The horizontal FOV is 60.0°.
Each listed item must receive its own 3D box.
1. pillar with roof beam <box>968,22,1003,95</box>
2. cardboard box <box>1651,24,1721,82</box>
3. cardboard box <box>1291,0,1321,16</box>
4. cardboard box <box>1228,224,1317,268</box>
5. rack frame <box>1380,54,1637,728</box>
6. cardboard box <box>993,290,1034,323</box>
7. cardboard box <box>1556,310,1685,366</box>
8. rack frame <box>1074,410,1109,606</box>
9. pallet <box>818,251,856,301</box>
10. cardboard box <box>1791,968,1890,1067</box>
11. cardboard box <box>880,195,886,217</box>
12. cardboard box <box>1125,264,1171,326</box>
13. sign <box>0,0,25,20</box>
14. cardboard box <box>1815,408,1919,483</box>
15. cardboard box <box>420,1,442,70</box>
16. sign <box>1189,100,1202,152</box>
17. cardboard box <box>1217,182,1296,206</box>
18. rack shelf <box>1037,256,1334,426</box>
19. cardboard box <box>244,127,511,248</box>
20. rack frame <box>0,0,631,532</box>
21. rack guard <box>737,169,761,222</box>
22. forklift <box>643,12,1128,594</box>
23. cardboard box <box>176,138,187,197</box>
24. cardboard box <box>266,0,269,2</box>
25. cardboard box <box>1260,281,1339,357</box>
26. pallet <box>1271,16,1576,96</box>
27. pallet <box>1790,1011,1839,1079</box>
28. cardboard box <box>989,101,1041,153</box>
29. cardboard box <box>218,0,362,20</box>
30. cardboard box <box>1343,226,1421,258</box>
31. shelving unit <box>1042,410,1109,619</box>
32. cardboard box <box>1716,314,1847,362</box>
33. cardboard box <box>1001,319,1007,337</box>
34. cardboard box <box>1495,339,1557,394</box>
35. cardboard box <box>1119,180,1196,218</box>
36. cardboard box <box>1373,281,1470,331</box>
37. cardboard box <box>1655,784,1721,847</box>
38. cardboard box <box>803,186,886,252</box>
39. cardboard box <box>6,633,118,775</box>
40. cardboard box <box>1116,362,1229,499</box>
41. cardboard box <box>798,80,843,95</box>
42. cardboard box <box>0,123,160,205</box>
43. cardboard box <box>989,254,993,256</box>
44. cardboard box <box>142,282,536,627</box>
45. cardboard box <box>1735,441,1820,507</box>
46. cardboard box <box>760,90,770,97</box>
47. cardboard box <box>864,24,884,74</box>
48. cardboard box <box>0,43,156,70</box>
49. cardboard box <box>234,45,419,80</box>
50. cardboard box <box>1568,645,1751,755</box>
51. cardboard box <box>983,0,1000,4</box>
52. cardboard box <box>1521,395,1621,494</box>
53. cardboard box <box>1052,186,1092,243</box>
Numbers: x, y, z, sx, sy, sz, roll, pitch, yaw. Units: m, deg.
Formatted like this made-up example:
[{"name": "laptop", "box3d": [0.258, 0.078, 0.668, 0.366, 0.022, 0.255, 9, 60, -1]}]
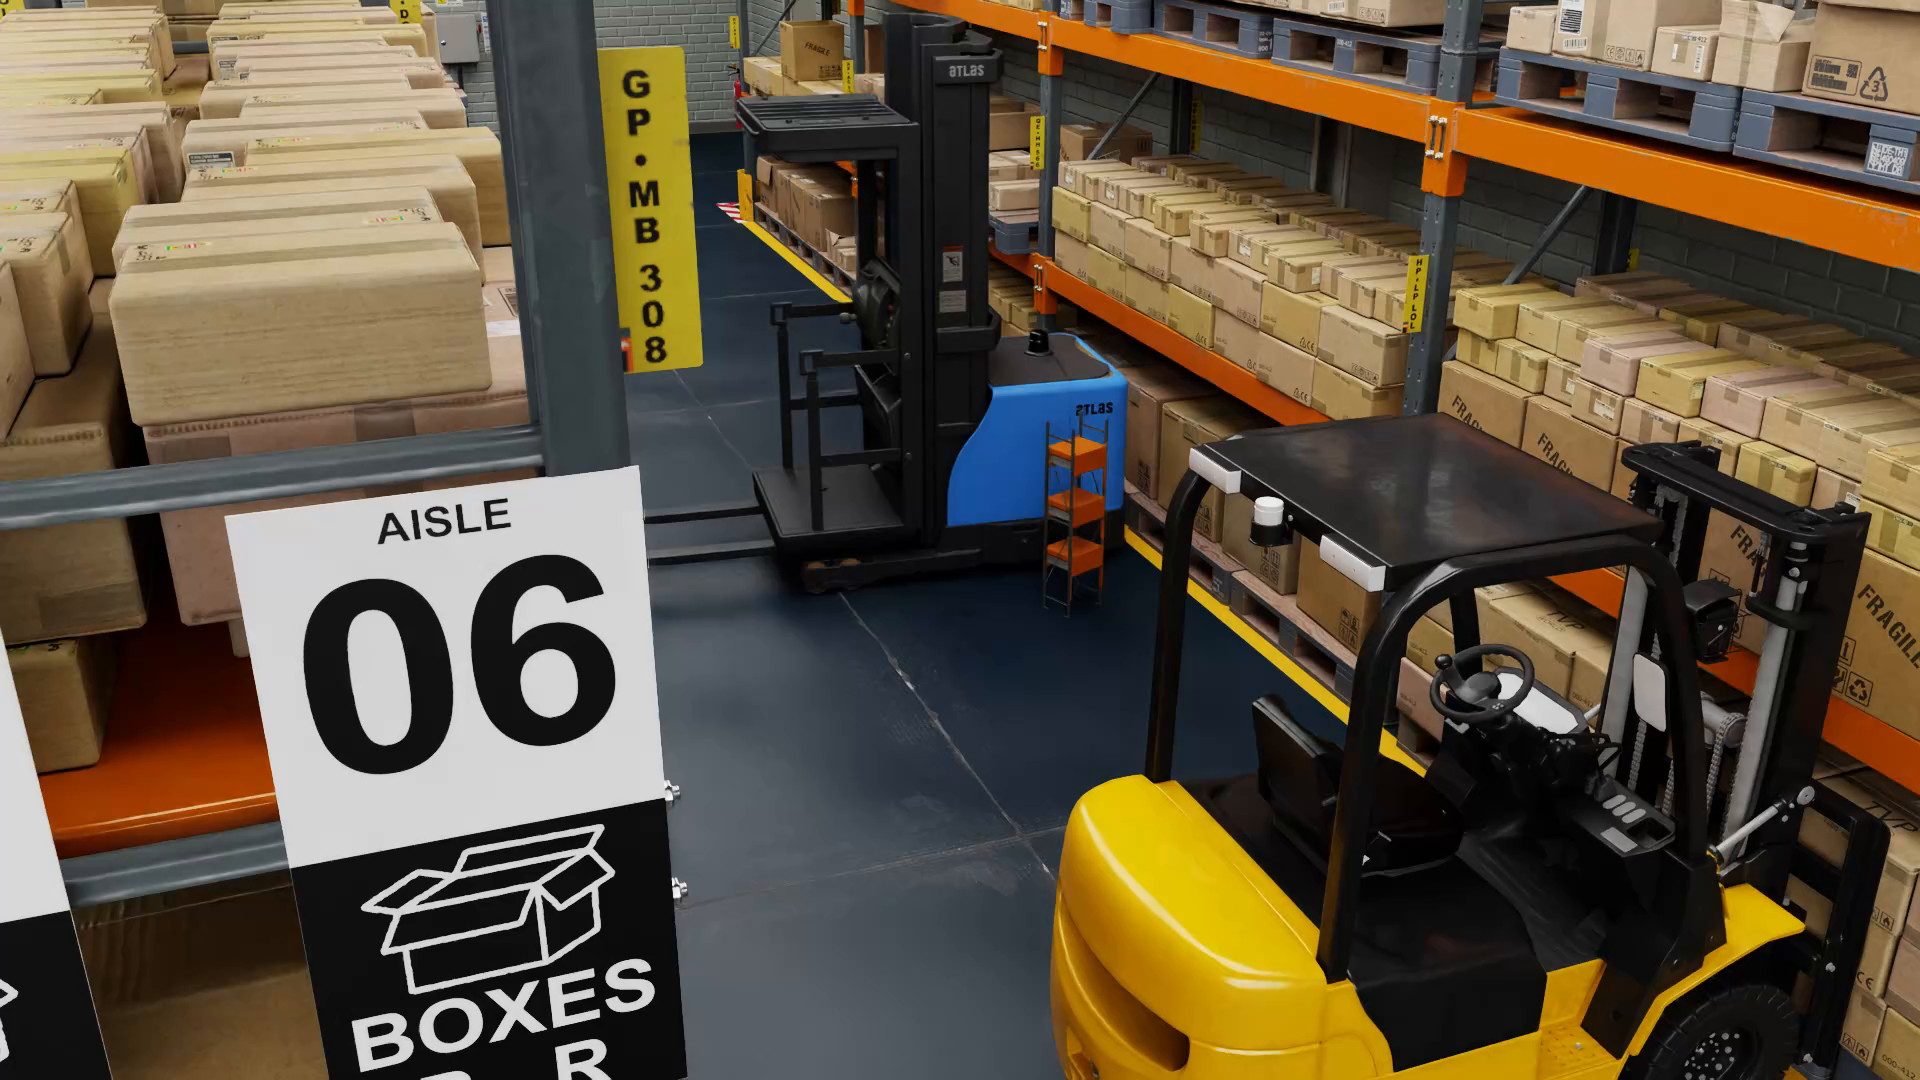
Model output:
[{"name": "pillar with roof beam", "box3d": [-3.853, -6.061, 12.545, 9.100, 9.000, 0.400, -8, 24, -19]}, {"name": "cardboard box", "box3d": [2.549, -1.626, 5.538, 0.380, 0.149, 0.250, -8, 24, -17]}, {"name": "cardboard box", "box3d": [1.731, -2.468, 7.535, 0.380, 0.149, 0.250, -8, 24, -19]}, {"name": "cardboard box", "box3d": [1.596, -1.503, 8.490, 0.380, 0.149, 0.250, -8, 24, -19]}, {"name": "rack frame", "box3d": [2.403, -0.604, 7.321, 1.000, 3.000, 0.127, -8, 24, -19]}, {"name": "cardboard box", "box3d": [0.453, -1.638, 11.616, 0.380, 0.149, 0.250, -10, 25, -22]}, {"name": "cardboard box", "box3d": [2.514, -0.756, 6.334, 0.380, 0.149, 0.250, -9, 24, -20]}, {"name": "rack frame", "box3d": [0.691, -0.161, 8.781, 0.008, 1.050, 0.200, -19, 30, -38]}, {"name": "pallet", "box3d": [-0.665, -2.475, 15.352, 1.003, 0.211, 1.213, -8, 24, -19]}, {"name": "cardboard box", "box3d": [3.020, 1.430, 5.493, 0.500, 0.250, 0.500, -8, 24, -18]}, {"name": "cardboard box", "box3d": [-0.488, -2.830, 14.062, 0.380, 0.149, 0.250, -9, 24, -20]}, {"name": "cardboard box", "box3d": [1.280, -1.424, 9.459, 0.500, 0.250, 0.500, -9, 25, -21]}, {"name": "sign", "box3d": [-2.757, -1.646, 4.759, 0.100, 0.325, 0.005, -8, 24, -19]}, {"name": "cardboard box", "box3d": [2.945, -0.290, 5.230, 0.380, 0.149, 0.250, -8, 24, -18]}, {"name": "cardboard box", "box3d": [-2.070, -1.696, 5.701, 0.500, 0.250, 0.500, -9, 24, -20]}, {"name": "sign", "box3d": [1.508, -2.668, 10.728, 0.100, 0.325, 0.005, -8, 24, -19]}, {"name": "cardboard box", "box3d": [1.697, -1.945, 9.538, 0.380, 0.149, 0.250, -8, 24, -19]}, {"name": "rack shelf", "box3d": [1.697, -0.999, 9.185, 1.077, 0.370, 4.000, -8, 24, -19]}, {"name": "cardboard box", "box3d": [-0.914, -0.549, 2.626, 0.380, 0.149, 0.250, -8, 24, -19]}, {"name": "rack frame", "box3d": [-0.826, -1.233, 1.089, 1.000, 3.000, 0.127, -8, 24, -19]}, {"name": "rack guard", "box3d": [-1.809, -3.785, 18.086, 1.175, 0.500, 0.348, -8, 24, -19]}, {"name": "forklift", "box3d": [-0.635, -1.286, 9.028, 3.031, 2.935, 1.130, -6, 24, -13]}, {"name": "cardboard box", "box3d": [-1.804, -0.621, 3.310, 0.500, 0.250, 0.500, -8, 24, -18]}, {"name": "cardboard box", "box3d": [-3.087, -2.255, 7.242, 0.797, 0.503, 0.637, -8, 24, -19]}, {"name": "cardboard box", "box3d": [1.802, -1.095, 8.034, 0.500, 0.250, 0.500, -9, 24, -20]}, {"name": "pallet", "box3d": [2.079, -2.217, 7.532, 0.805, 0.209, 1.217, -9, 25, -21]}, {"name": "pallet", "box3d": [3.080, 1.420, 6.110, 1.003, 0.211, 1.213, -8, 24, -19]}, {"name": "cardboard box", "box3d": [0.240, -2.866, 12.015, 0.797, 0.503, 0.637, -9, 24, -20]}, {"name": "cardboard box", "box3d": [-1.923, -1.470, 4.811, 0.380, 0.149, 0.250, -8, 24, -18]}, {"name": "cardboard box", "box3d": [2.173, -1.486, 8.449, 0.380, 0.149, 0.250, -8, 24, -19]}, {"name": "shelving unit", "box3d": [0.600, -0.129, 8.705, 0.252, 1.050, 0.215, -19, 30, -38]}, {"name": "cardboard box", "box3d": [3.101, -0.738, 6.292, 0.380, 0.149, 0.250, -9, 24, -20]}, {"name": "cardboard box", "box3d": [0.473, -1.407, 11.903, 0.500, 0.500, 0.500, -9, 24, -20]}, {"name": "cardboard box", "box3d": [2.363, -0.703, 6.593, 0.380, 0.149, 0.250, -8, 24, -18]}, {"name": "cardboard box", "box3d": [1.142, -1.966, 9.589, 0.380, 0.149, 0.250, -8, 24, -18]}, {"name": "cardboard box", "box3d": [2.075, -1.043, 7.398, 0.380, 0.149, 0.250, -7, 24, -17]}, {"name": "cardboard box", "box3d": [2.809, 1.008, 5.853, 0.500, 0.250, 0.500, -8, 24, -19]}, {"name": "cardboard box", "box3d": [-1.076, -3.078, 15.867, 0.700, 0.500, 0.500, -9, 25, -21]}, {"name": "cardboard box", "box3d": [-1.214, 0.174, 1.936, 0.380, 0.149, 0.250, -8, 24, -19]}, {"name": "cardboard box", "box3d": [1.436, -0.692, 10.046, 0.875, 0.625, 0.625, -8, 24, -17]}, {"name": "cardboard box", "box3d": [-1.186, -4.093, 15.410, 0.500, 0.250, 0.500, -9, 24, -19]}, {"name": "cardboard box", "box3d": [-1.505, -0.563, 2.658, 0.380, 0.149, 0.250, -8, 24, -19]}, {"name": "cardboard box", "box3d": [0.097, -2.125, 12.771, 0.380, 0.149, 0.250, -8, 24, -19]}, {"name": "cardboard box", "box3d": [-0.754, -0.138, 2.163, 0.500, 0.250, 0.500, -9, 24, -20]}, {"name": "cardboard box", "box3d": [2.797, -0.233, 5.476, 0.380, 0.149, 0.250, -9, 24, -20]}, {"name": "cardboard box", "box3d": [-1.843, -4.605, 17.138, 0.380, 0.149, 0.250, -8, 24, -18]}, {"name": "cardboard box", "box3d": [-0.700, -4.502, 15.414, 0.500, 0.500, 0.500, -9, 24, -20]}, {"name": "cardboard box", "box3d": [-2.027, -1.026, 3.758, 0.380, 0.149, 0.250, -9, 25, -21]}, {"name": "cardboard box", "box3d": [-1.402, -1.008, 3.715, 0.380, 0.149, 0.250, -8, 24, -18]}, {"name": "cardboard box", "box3d": [2.638, 0.594, 6.191, 0.500, 0.250, 0.500, -7, 24, -17]}, {"name": "cardboard box", "box3d": [0.403, -3.706, 11.012, 0.500, 0.250, 0.500, -8, 24, -19]}, {"name": "cardboard box", "box3d": [2.515, -0.266, 6.391, 0.500, 0.500, 0.500, -8, 24, -18]}, {"name": "cardboard box", "box3d": [0.895, -2.021, 10.231, 0.500, 0.250, 0.500, -8, 24, -19]}]
